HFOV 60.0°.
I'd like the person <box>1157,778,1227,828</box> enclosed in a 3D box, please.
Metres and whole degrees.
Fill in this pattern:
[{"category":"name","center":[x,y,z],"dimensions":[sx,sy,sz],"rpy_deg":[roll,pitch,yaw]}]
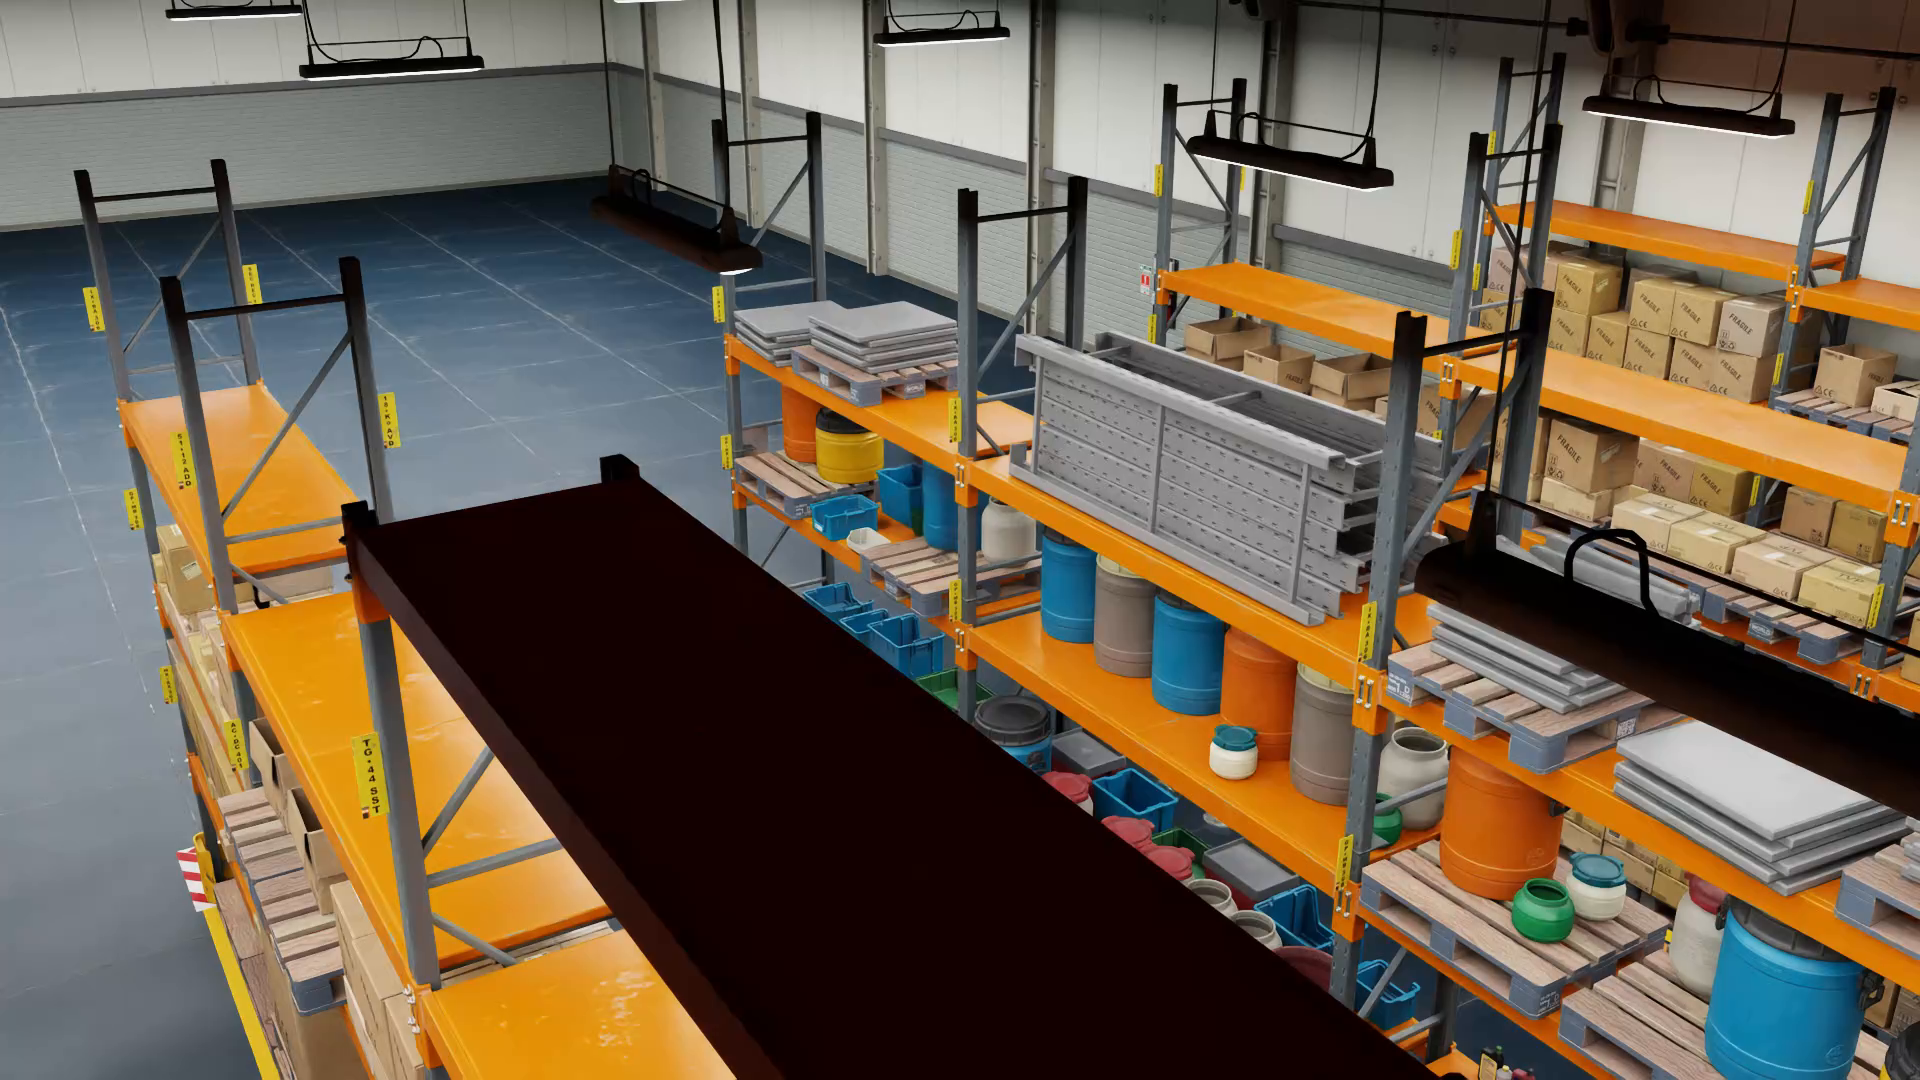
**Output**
[{"category":"person","center":[2.100,1.639,14.529],"dimensions":[0.515,1.536,1.004],"rpy_deg":[-6,23,-14]}]

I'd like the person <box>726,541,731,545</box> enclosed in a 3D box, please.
[{"category":"person","center":[-2.467,0.797,17.206],"dimensions":[0.670,1.653,0.473],"rpy_deg":[-13,25,-29]}]
